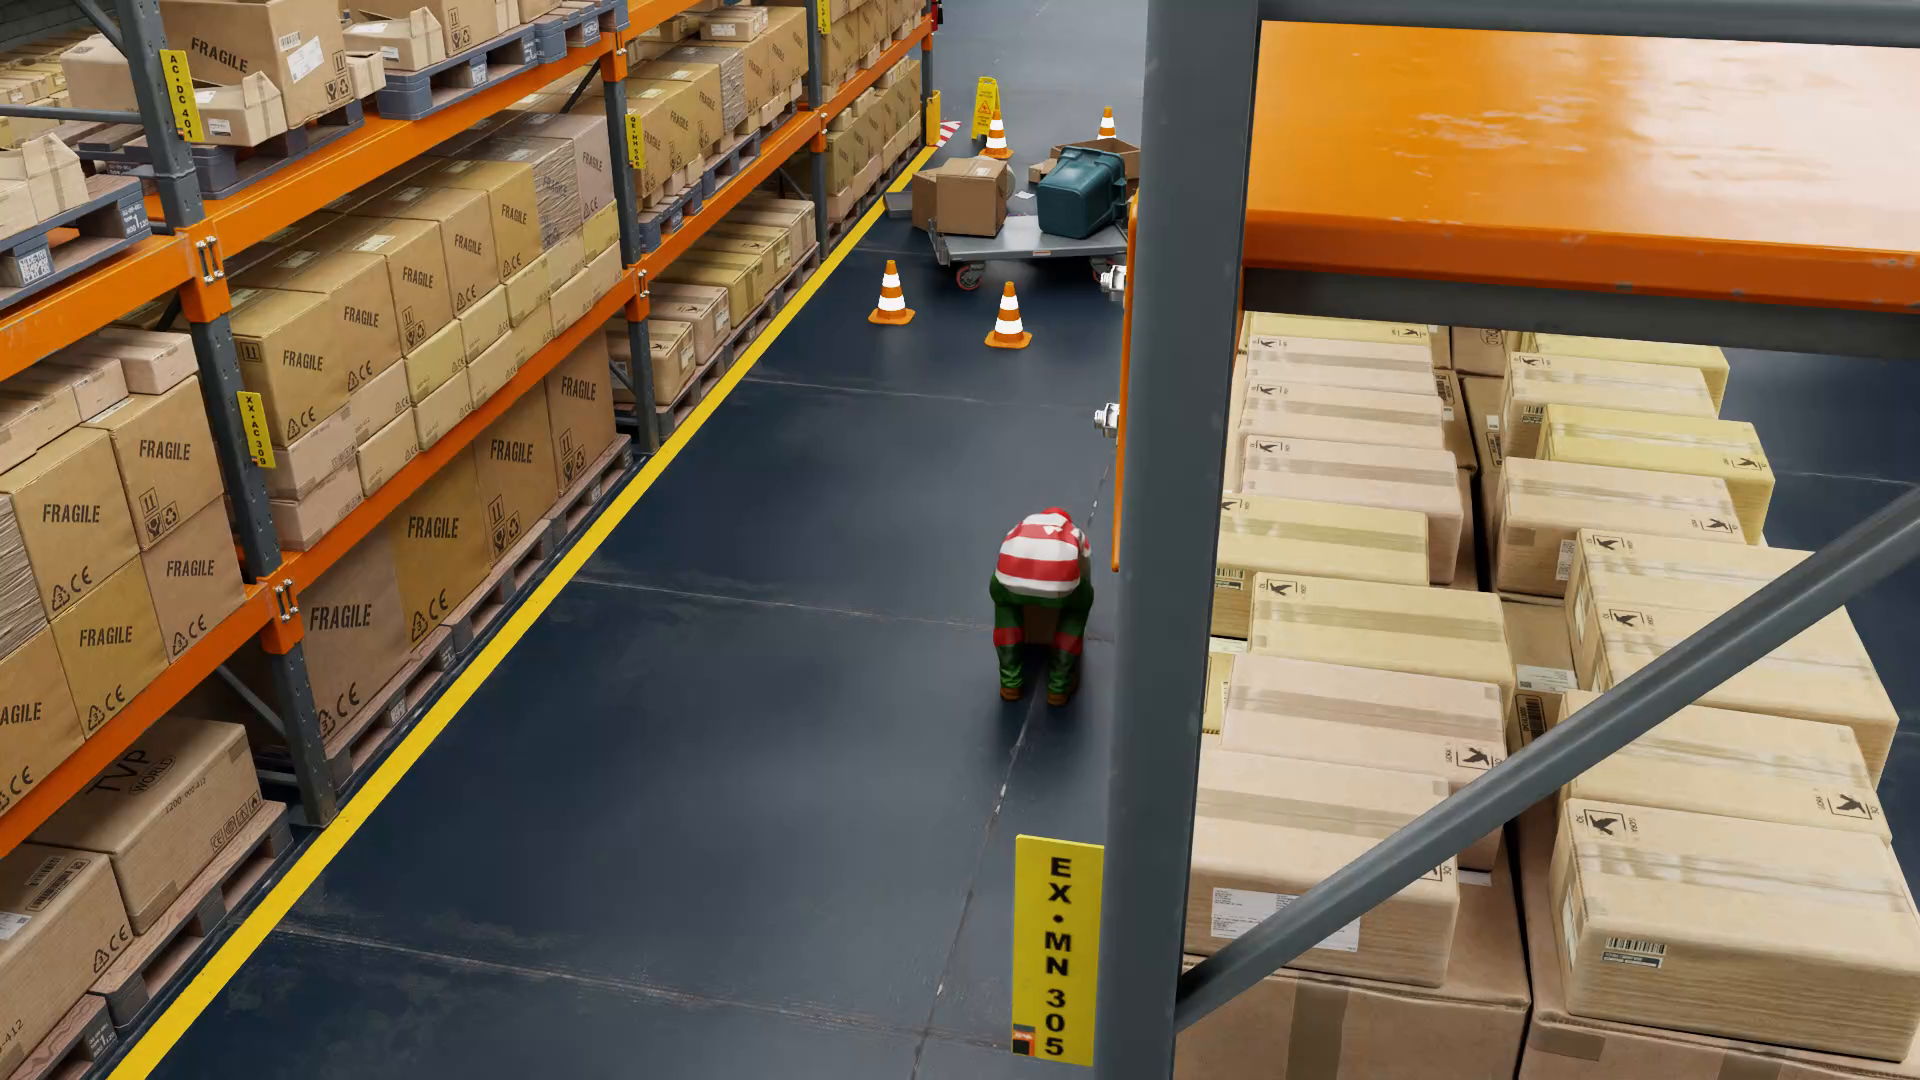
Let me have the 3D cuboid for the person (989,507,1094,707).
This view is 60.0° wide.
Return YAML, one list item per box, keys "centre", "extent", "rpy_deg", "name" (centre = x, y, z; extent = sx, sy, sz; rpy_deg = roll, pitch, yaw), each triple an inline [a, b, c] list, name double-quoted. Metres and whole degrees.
- centre: [0.424, 0.264, 8.465]
  extent: [0.532, 0.970, 0.948]
  rpy_deg: [5, 29, 9]
  name: "person"
